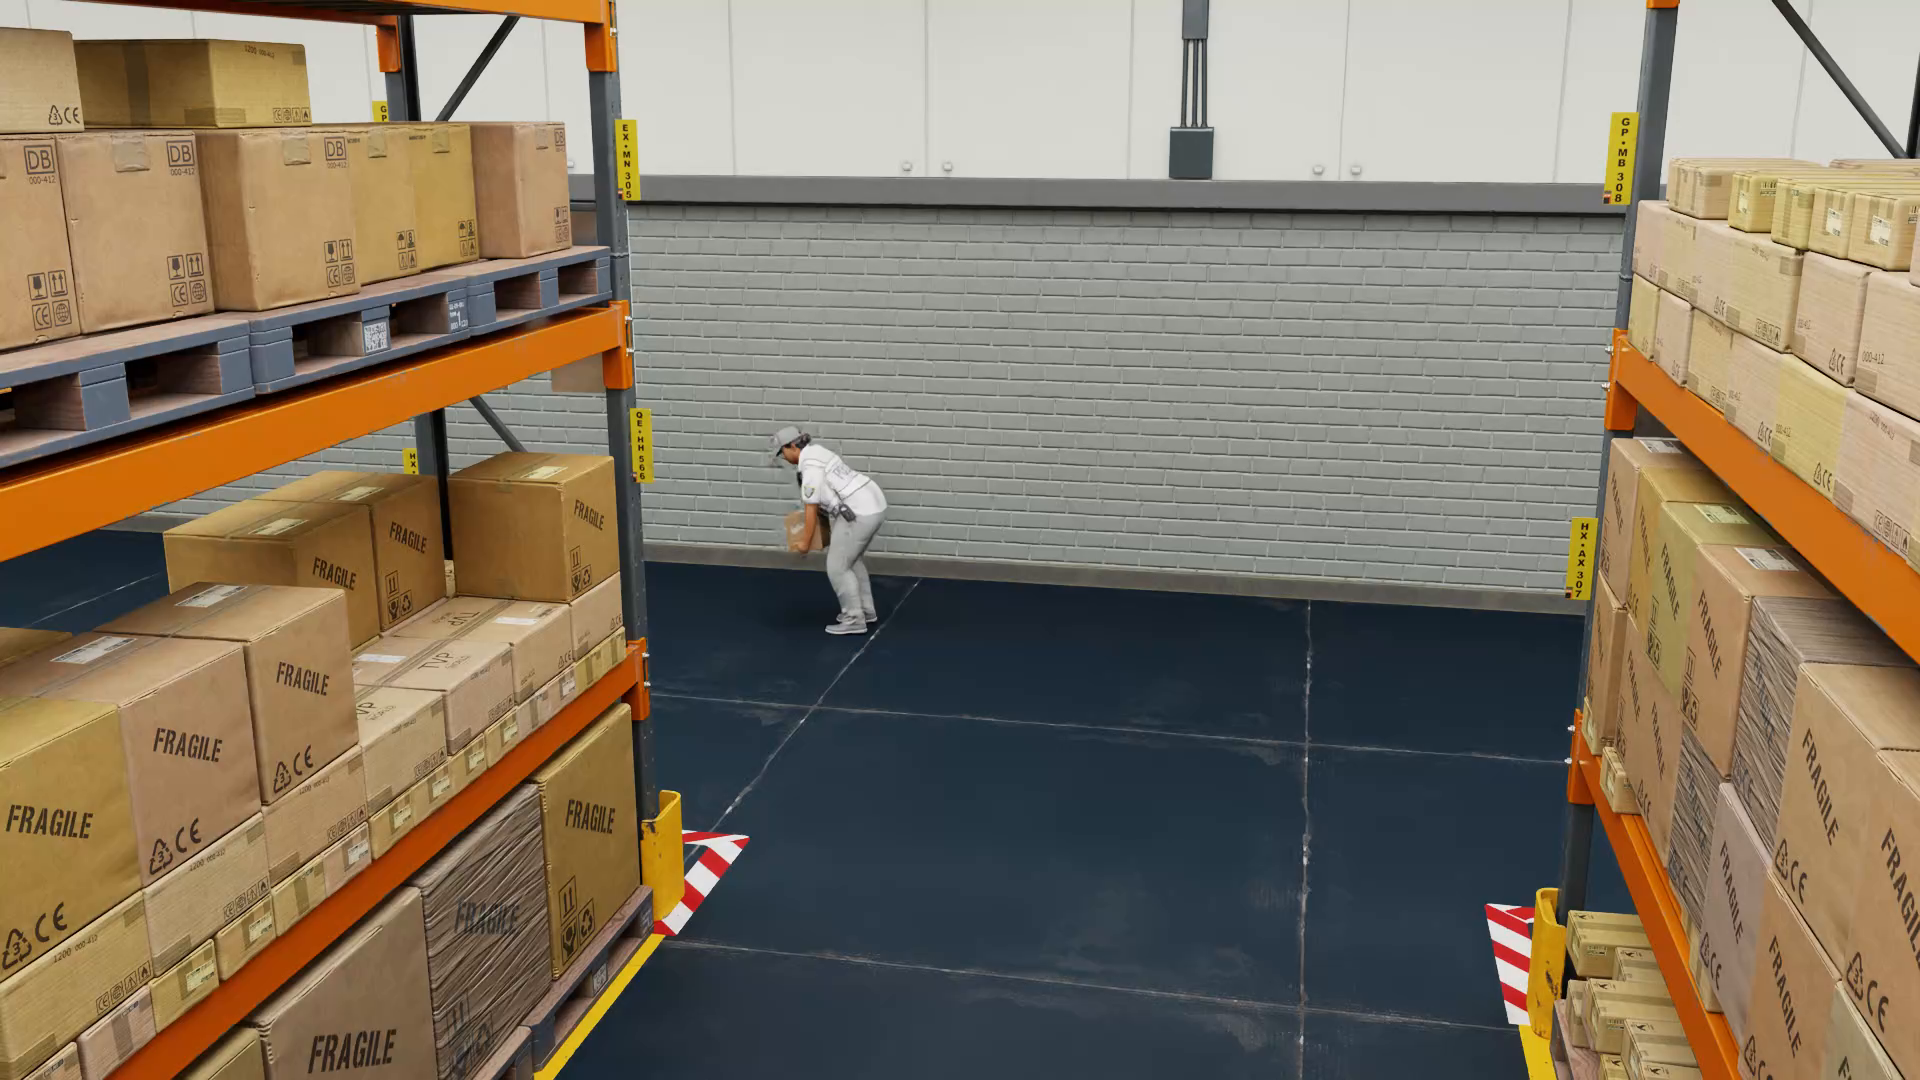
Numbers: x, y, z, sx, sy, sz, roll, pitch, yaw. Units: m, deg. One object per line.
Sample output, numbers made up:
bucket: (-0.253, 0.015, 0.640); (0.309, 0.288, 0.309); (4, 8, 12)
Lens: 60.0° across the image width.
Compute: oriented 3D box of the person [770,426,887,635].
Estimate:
person: (-0.937, -0.079, 11.740); (0.789, 1.453, 0.456); (3, 15, 10)
